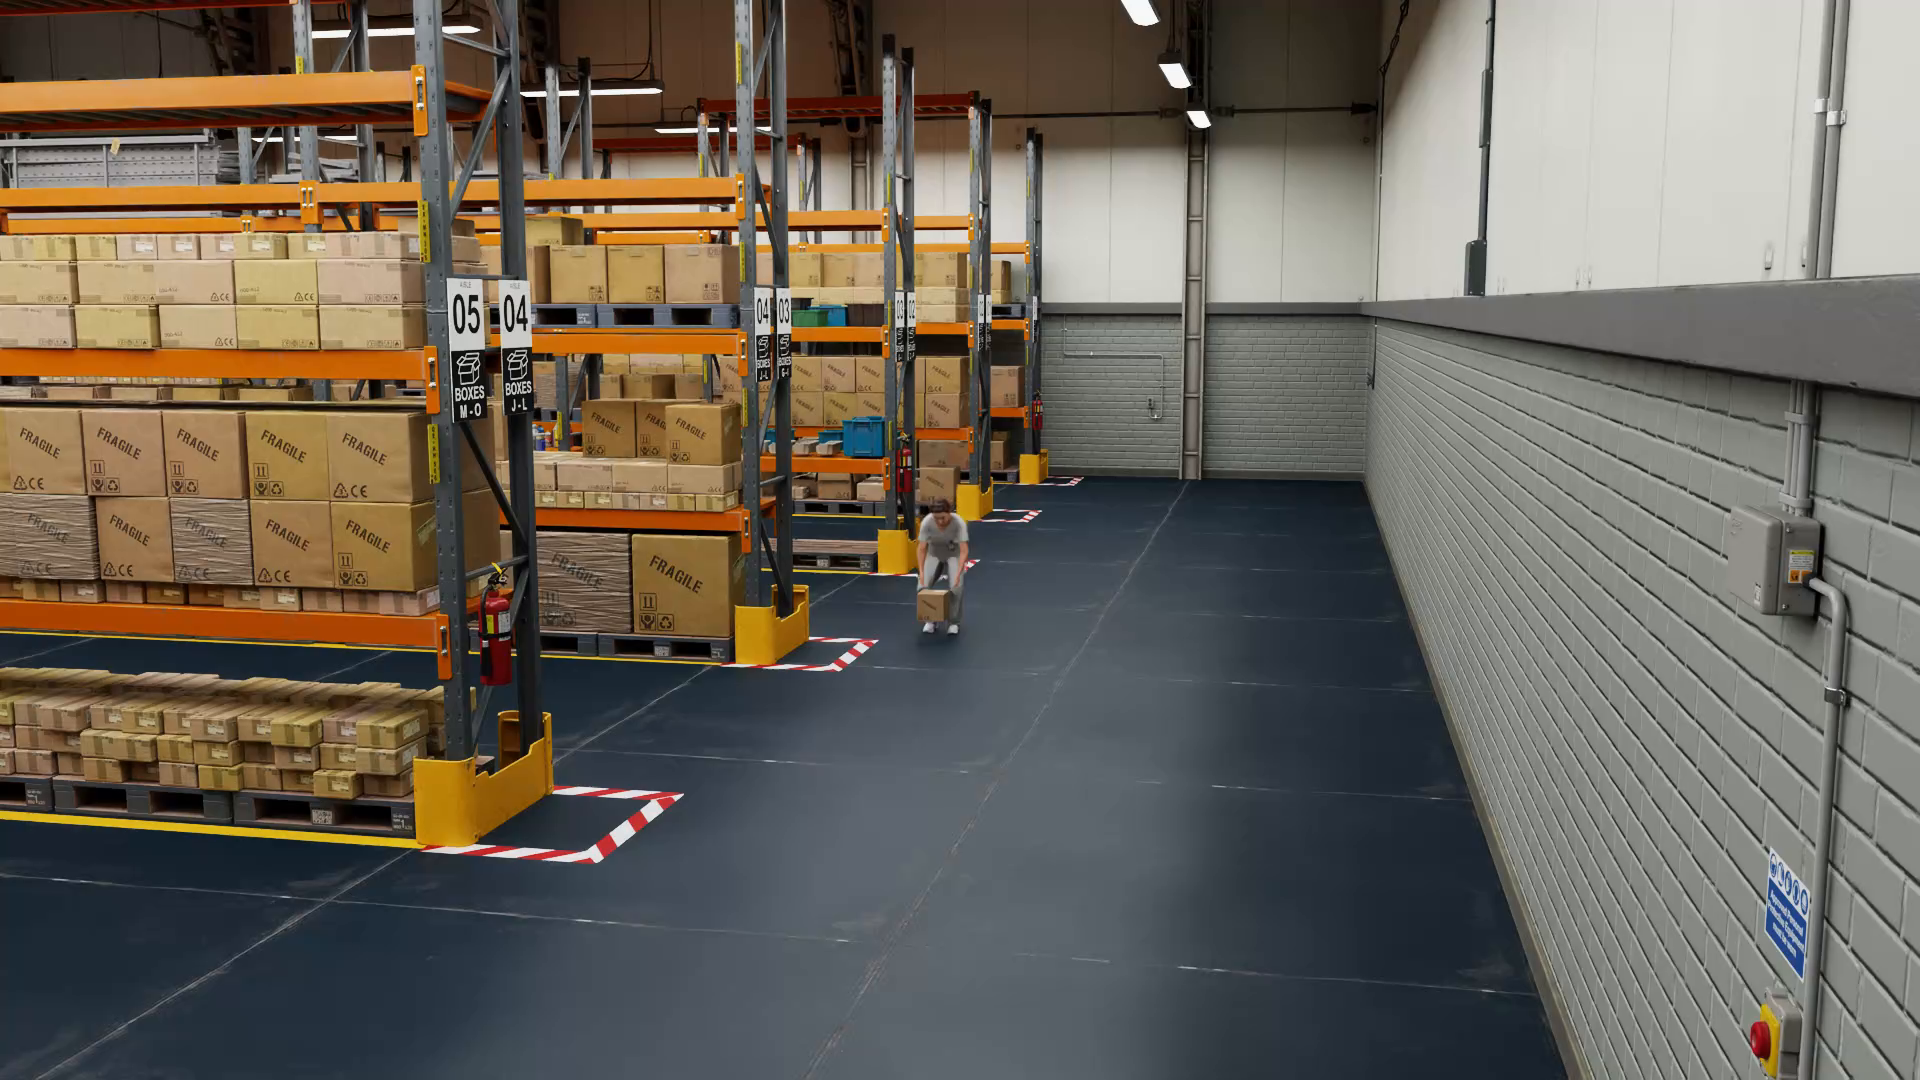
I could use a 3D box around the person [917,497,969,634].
[{"bbox_3d":[-0.141,0.224,15.572,0.492,1.306,0.680,2,8,11],"label":"person"}]
